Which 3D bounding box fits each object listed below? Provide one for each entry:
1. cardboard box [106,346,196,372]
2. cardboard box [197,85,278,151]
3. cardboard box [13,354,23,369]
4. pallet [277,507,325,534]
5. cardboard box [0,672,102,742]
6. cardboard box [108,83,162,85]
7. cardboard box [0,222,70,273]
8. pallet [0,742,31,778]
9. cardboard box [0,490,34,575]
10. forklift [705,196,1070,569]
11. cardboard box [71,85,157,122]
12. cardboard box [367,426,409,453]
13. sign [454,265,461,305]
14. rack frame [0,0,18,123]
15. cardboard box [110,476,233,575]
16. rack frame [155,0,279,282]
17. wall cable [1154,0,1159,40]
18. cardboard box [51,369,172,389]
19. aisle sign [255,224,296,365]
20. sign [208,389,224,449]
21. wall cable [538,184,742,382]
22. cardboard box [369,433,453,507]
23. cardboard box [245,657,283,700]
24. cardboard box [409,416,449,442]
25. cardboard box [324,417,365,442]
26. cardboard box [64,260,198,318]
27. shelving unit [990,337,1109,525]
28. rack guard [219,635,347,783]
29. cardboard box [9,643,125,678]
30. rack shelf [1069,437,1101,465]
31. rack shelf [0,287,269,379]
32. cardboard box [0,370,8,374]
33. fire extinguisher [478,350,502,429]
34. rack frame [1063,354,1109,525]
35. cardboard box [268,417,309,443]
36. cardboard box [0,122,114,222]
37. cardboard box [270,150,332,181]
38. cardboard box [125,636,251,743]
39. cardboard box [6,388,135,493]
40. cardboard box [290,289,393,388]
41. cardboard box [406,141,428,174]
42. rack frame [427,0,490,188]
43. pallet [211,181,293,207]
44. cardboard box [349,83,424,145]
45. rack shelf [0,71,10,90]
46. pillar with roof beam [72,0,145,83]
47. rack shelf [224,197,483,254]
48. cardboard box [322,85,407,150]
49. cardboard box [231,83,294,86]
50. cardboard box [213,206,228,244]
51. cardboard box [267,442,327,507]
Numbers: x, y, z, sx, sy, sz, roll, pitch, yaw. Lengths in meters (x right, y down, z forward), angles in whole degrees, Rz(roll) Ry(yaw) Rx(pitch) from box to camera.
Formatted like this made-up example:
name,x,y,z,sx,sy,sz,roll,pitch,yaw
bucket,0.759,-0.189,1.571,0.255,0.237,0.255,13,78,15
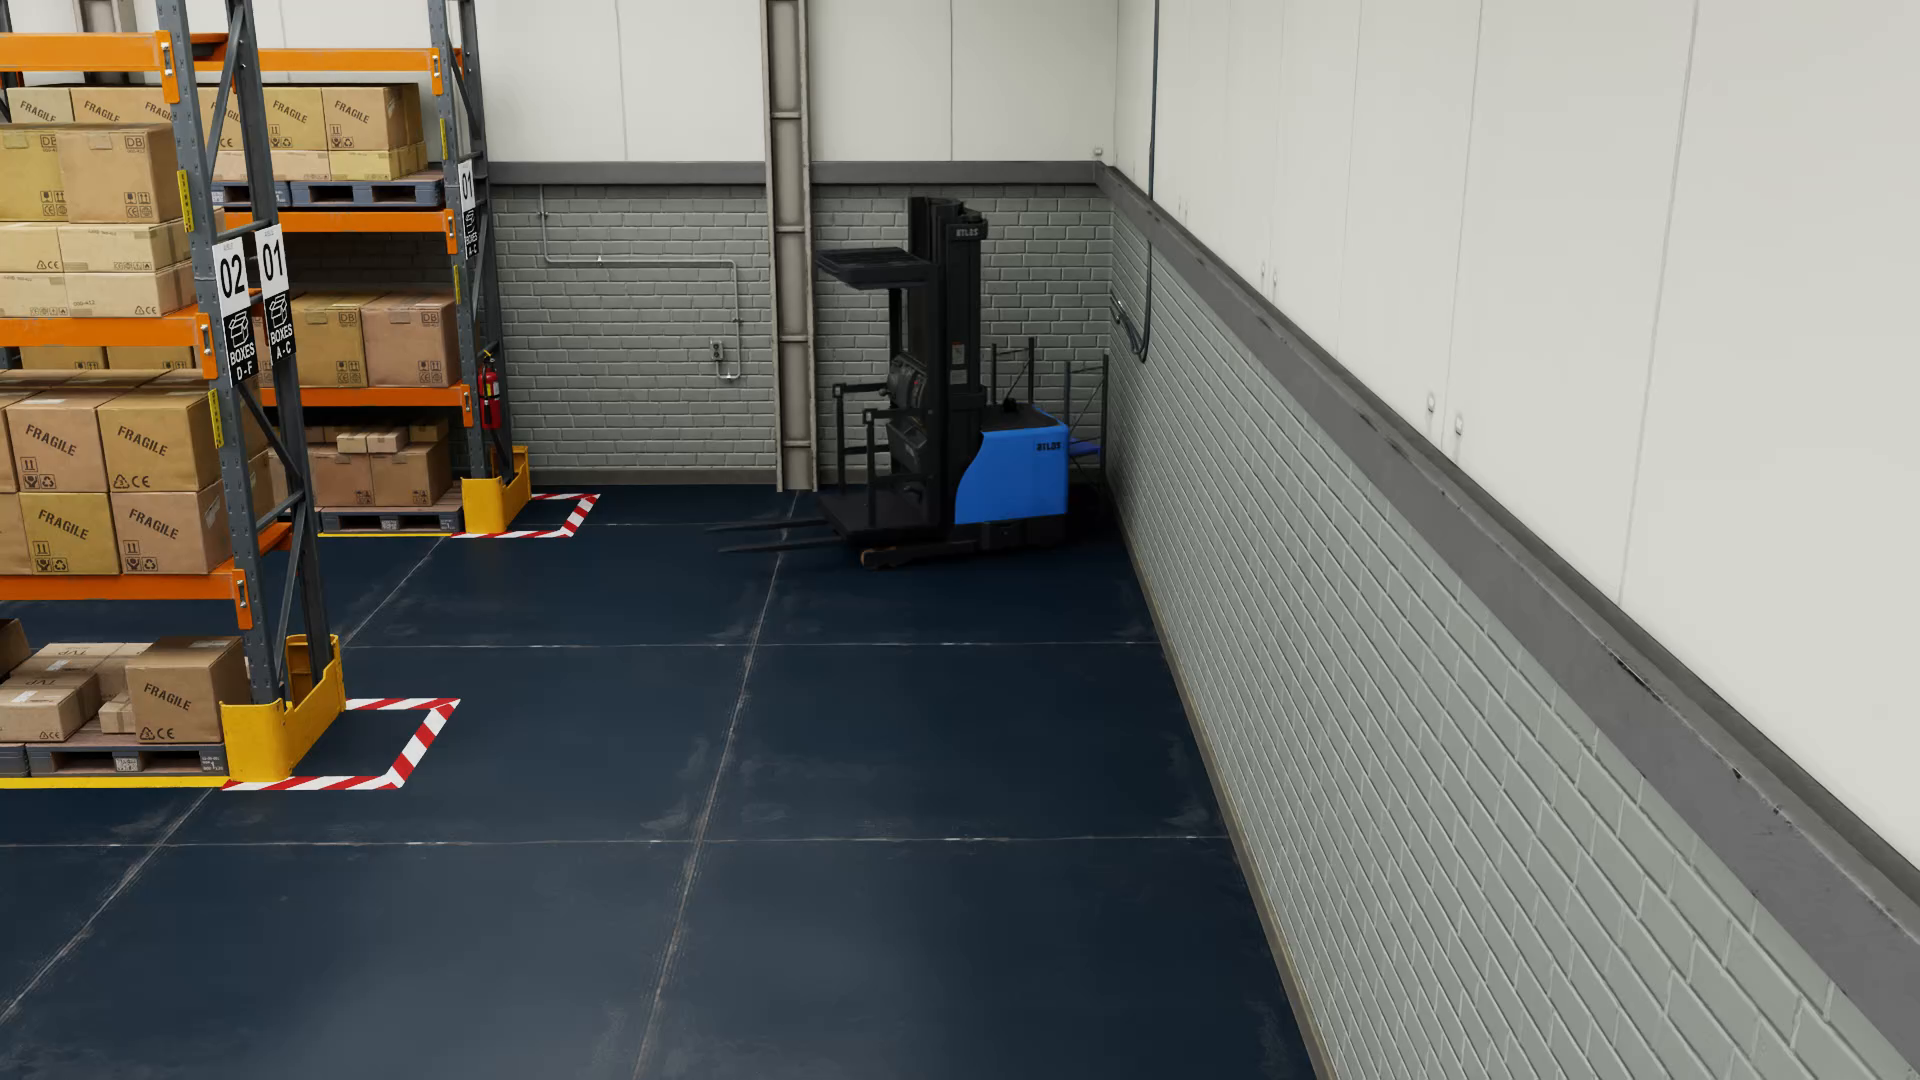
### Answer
name,x,y,z,sx,sy,sz,roll,pitch,yaw
cardboard box,-6.978,-1.785,14.711,0.700,0.700,0.980,-1,18,-2
cardboard box,-6.001,-3.533,13.906,0.500,0.500,0.500,-1,18,-3
cardboard box,-8.589,-1.592,14.978,0.250,0.149,0.380,-1,18,-3
pallet,-6.267,-0.302,15.143,1.213,0.211,1.003,0,18,-1
cardboard box,-5.660,1.024,10.227,0.500,0.250,0.500,0,18,-1
cardboard box,-7.040,-3.682,14.370,0.500,0.500,0.500,-1,18,-3
cardboard box,-5.179,-1.661,9.332,0.500,0.250,0.500,0,18,-1
pallet,-6.260,1.188,10.499,1.213,0.211,1.003,0,18,-1
cardboard box,-5.631,-0.107,9.808,0.500,0.500,0.500,0,18,0
forklift,-0.630,-1.333,13.903,3.031,2.935,1.130,-6,19,-18
cardboard box,-7.020,-3.527,13.887,0.500,0.500,0.500,-1,18,-2
cardboard box,-5.075,-0.891,14.756,0.250,0.149,0.380,0,18,-2
sign,-4.257,-2.161,14.089,0.005,0.325,0.100,0,18,-1
rack frame,-8.251,-4.500,13.842,0.127,3.000,1.000,0,18,-1
cardboard box,-4.613,-0.112,9.821,0.500,0.500,0.500,0,18,1
rack frame,-4.170,-3.006,9.186,0.127,3.000,1.000,0,18,-1
wall cable,1.452,-4.537,10.774,0.112,2.526,3.097,0,18,-1
cardboard box,-5.140,-0.747,10.164,0.500,0.500,0.500,0,18,0
aisle sign,-4.106,-1.477,9.986,0.004,0.787,0.394,0,18,-1
sign,-4.181,-0.682,9.349,0.005,0.325,0.100,0,18,-1
wall cable,-2.986,-2.441,15.583,1.851,1.984,0.084,0,18,-1
cardboard box,-4.950,-0.638,15.031,0.500,0.500,0.700,0,18,-1
cardboard box,-4.594,0.896,10.792,0.250,0.149,0.380,0,18,-1
cardboard box,-4.828,-1.009,15.124,0.250,0.149,0.380,0,18,0
cardboard box,-5.585,-1.005,15.112,0.250,0.149,0.380,0,18,0
cardboard box,-4.679,-1.423,9.408,0.500,0.250,0.500,0,18,-1
shelving unit,0.803,-1.008,15.236,0.538,1.500,1.048,-14,22,-36
rack guard,-4.246,1.041,10.483,0.348,0.500,1.175,0,18,-1
cardboard box,-5.718,0.871,10.702,0.500,0.250,0.500,0,18,-1
rack shelf,0.803,-0.837,15.291,0.538,0.185,1.000,-14,22,-36
rack shelf,-6.169,-1.225,9.724,4.000,0.370,1.077,0,18,-1
cardboard box,-6.148,-0.743,10.152,0.500,0.500,0.500,0,18,-1
fire extinguisher,-4.093,-1.308,14.450,0.183,0.674,0.296,0,18,-1
rack frame,1.117,-0.886,14.856,0.500,1.500,0.032,-14,22,-36
cardboard box,-6.096,-1.002,15.103,0.250,0.149,0.380,0,18,0
cardboard box,-5.184,-2.117,9.526,0.500,0.500,0.700,0,18,-1
cardboard box,-5.500,-3.179,14.031,0.500,0.250,0.500,-1,18,-3
cardboard box,-4.709,0.909,10.174,0.500,0.500,0.500,0,18,-1
cardboard box,-5.115,-0.584,9.657,0.500,0.500,0.500,0,18,1
cardboard box,-5.489,-1.793,14.734,0.700,0.700,0.980,0,18,-1
cardboard box,-4.985,-3.338,14.527,0.500,0.250,0.500,1,18,2
rack frame,-4.252,-4.519,13.902,0.127,3.000,1.000,0,18,-1
pallet,-6.216,-3.035,14.332,1.213,0.211,1.003,0,18,-1
cardboard box,-4.985,-3.694,14.408,0.500,0.500,0.500,-1,18,-3
rack shelf,-10.251,-3.957,13.983,4.000,0.370,1.077,0,18,-1
pillar with roof beam,-7.497,-3.452,10.578,0.400,9.000,9.100,0,18,-1
rack shelf,-6.251,-2.738,14.440,4.000,0.370,1.077,0,18,-1
cardboard box,-4.979,-3.537,13.919,0.500,0.500,0.500,0,18,-1
cardboard box,-6.018,-3.691,14.399,0.500,0.500,0.500,0,18,-1
cardboard box,-4.687,-1.821,9.831,0.500,0.250,0.500,0,18,-1
cardboard box,-5.953,-0.633,15.015,0.500,0.500,0.700,-1,18,-3
